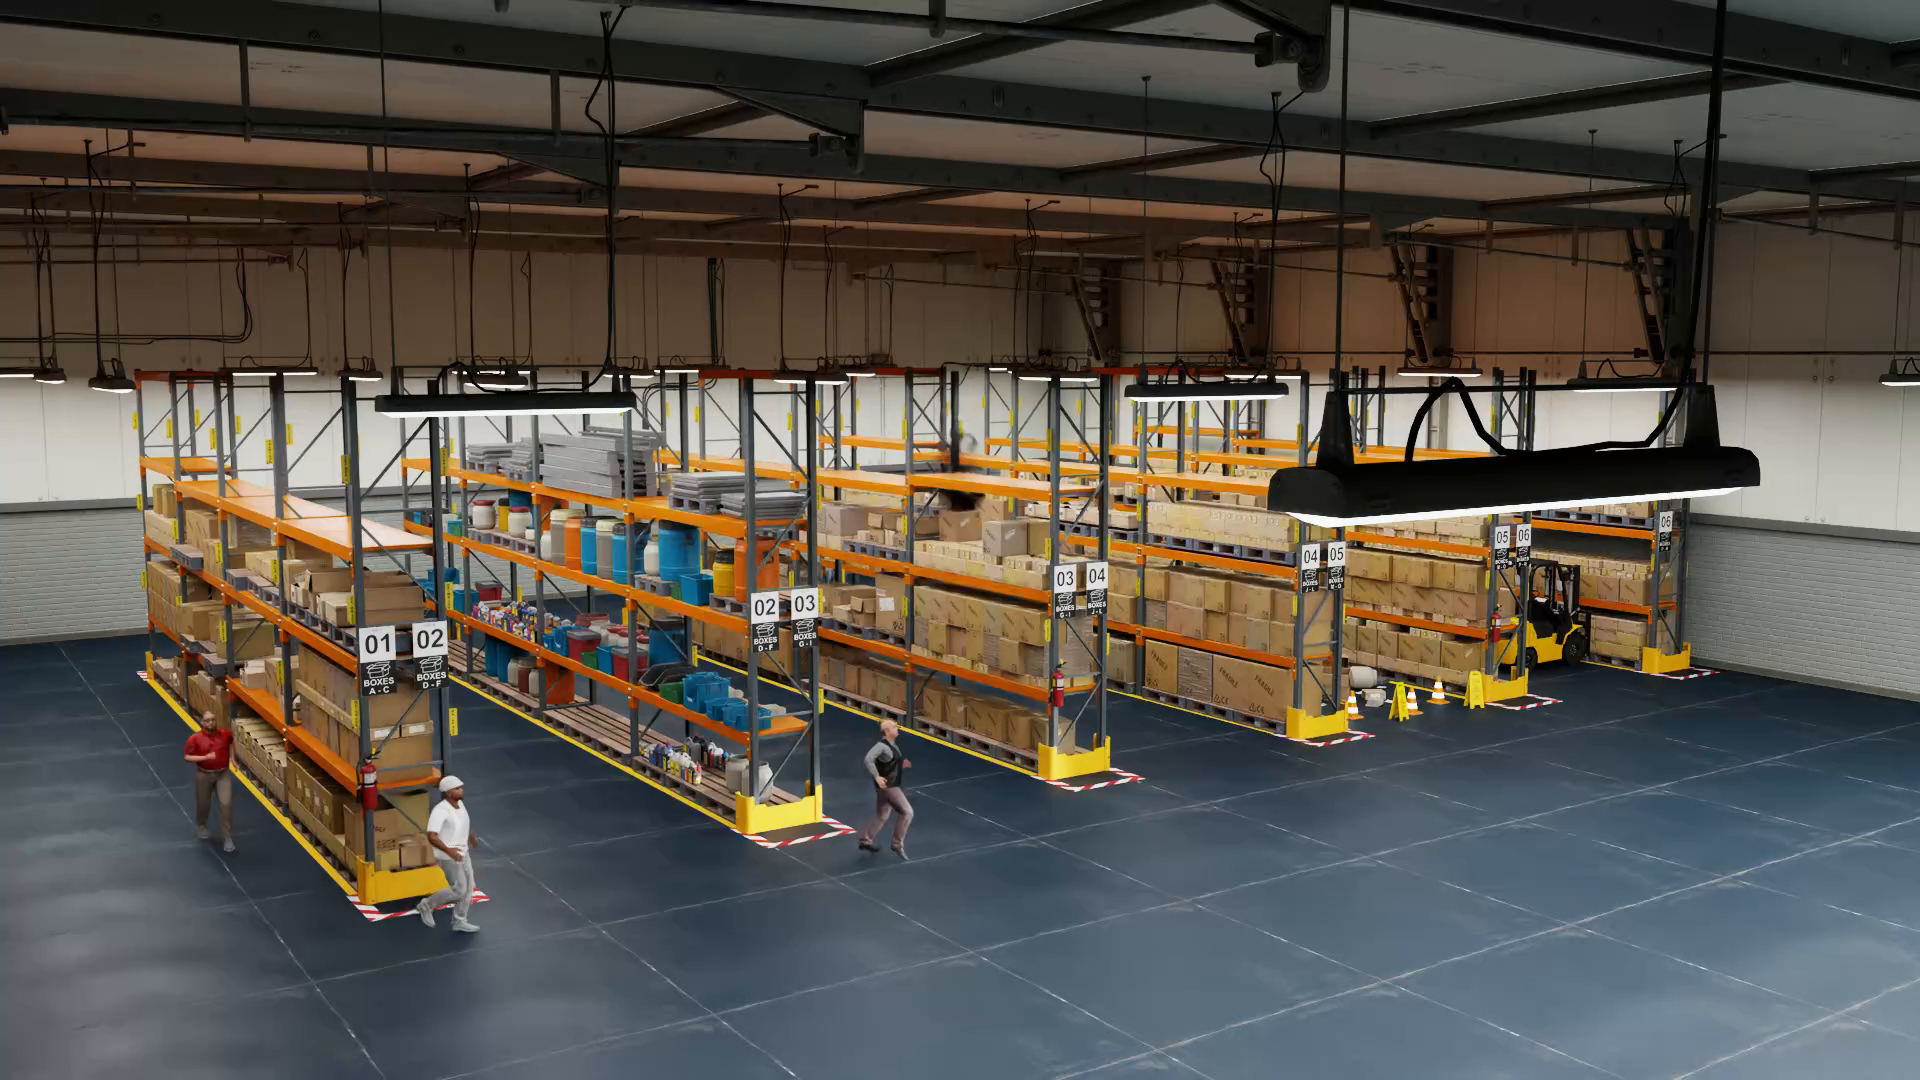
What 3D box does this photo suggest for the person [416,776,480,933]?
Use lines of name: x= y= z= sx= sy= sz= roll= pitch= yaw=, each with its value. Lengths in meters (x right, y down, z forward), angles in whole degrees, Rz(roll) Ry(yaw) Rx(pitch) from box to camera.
person: x=-5.597 y=3.427 z=18.188 sx=0.659 sy=1.743 sz=0.724 roll=1 pitch=6 yaw=6

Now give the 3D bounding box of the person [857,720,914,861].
person: x=-0.938 y=3.135 z=20.903 sx=0.713 sy=1.762 sz=0.629 roll=0 pitch=6 yaw=-1

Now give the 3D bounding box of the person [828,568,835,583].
person: x=-3.066 y=0.741 z=41.832 sx=0.831 sy=1.742 sz=0.705 roll=-5 pitch=8 yaw=-36

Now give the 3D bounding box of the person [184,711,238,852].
person: x=-9.580 y=3.052 z=21.320 sx=0.656 sy=1.736 sz=0.964 roll=-5 pitch=8 yaw=-35
